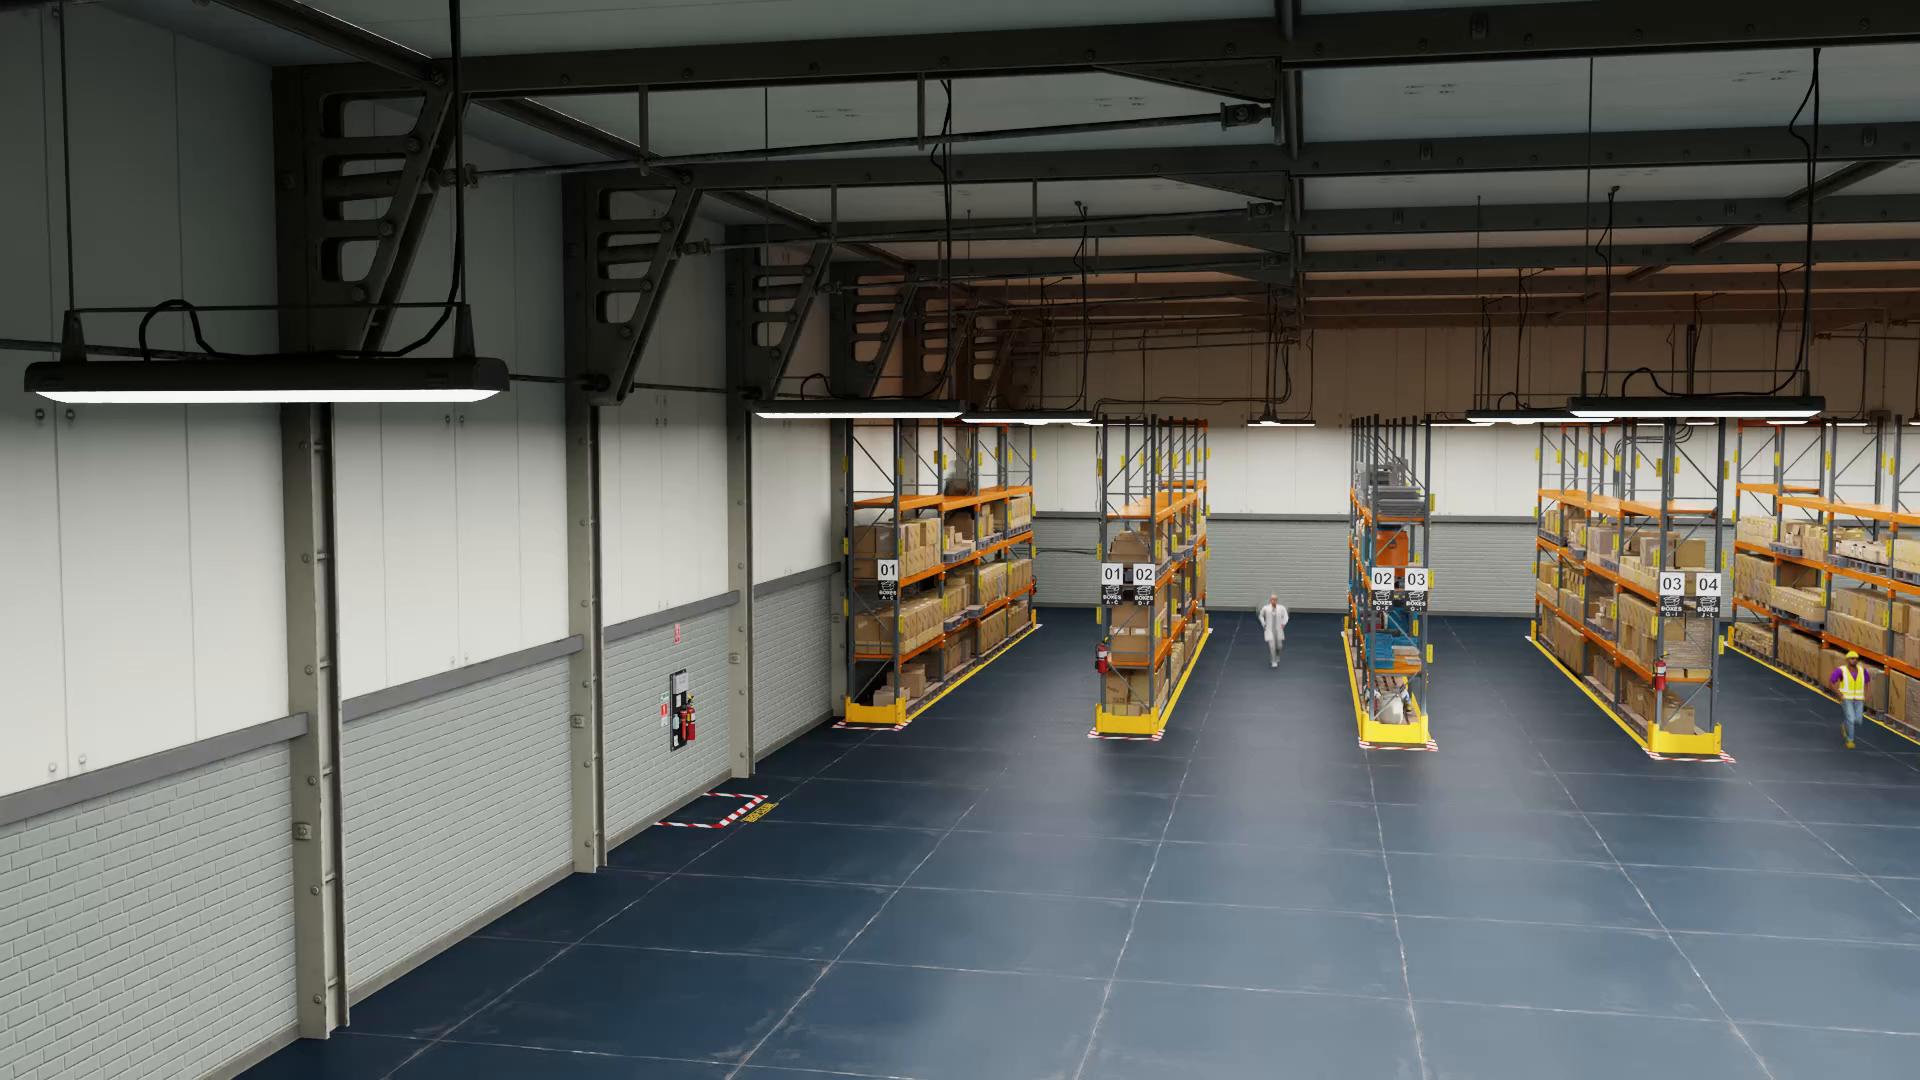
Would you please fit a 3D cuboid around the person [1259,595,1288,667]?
[{"bbox_3d":[7.554,2.226,40.069,0.696,1.651,0.639,0,4,6],"label":"person"}]

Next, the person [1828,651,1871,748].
[{"bbox_3d":[16.101,2.860,30.096,0.727,1.727,0.666,0,4,4],"label":"person"}]

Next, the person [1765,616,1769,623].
[{"bbox_3d":[21.937,1.940,45.011,0.678,1.581,0.494,-2,4,-32],"label":"person"}]
